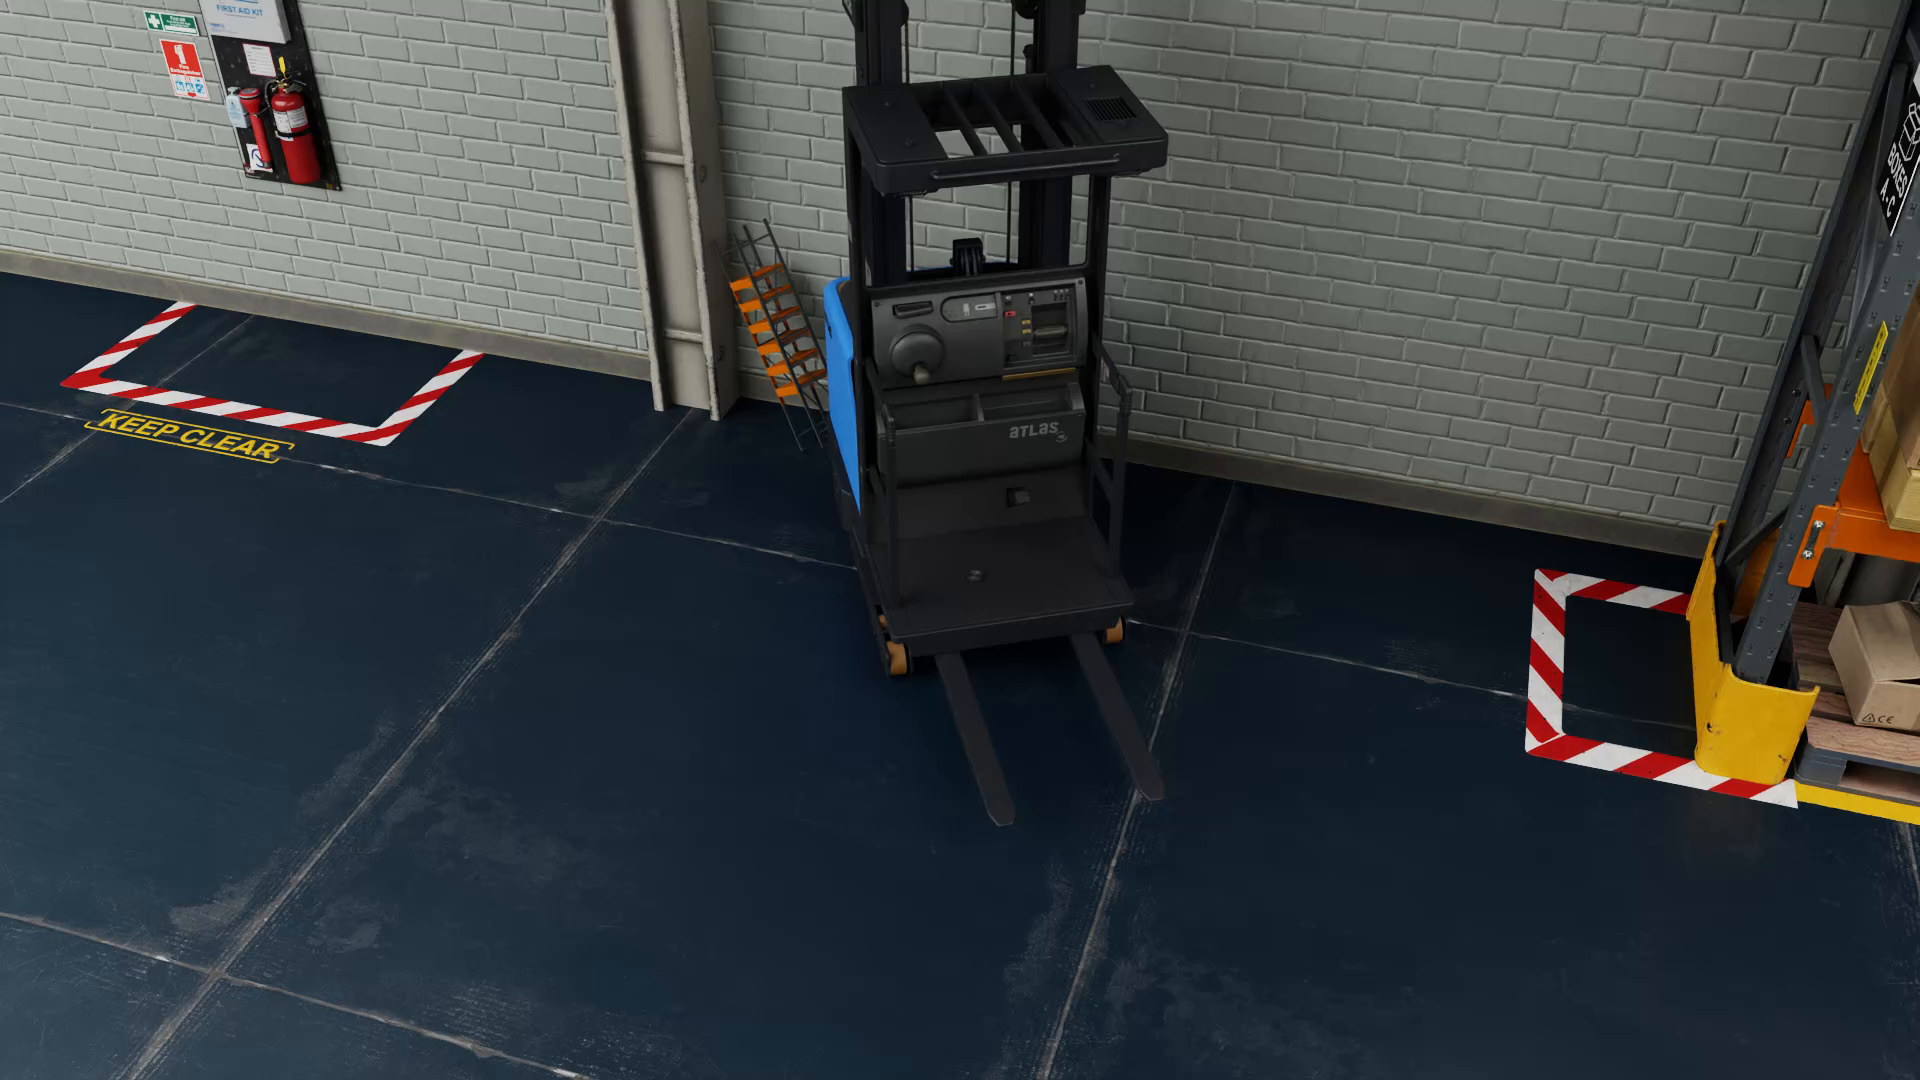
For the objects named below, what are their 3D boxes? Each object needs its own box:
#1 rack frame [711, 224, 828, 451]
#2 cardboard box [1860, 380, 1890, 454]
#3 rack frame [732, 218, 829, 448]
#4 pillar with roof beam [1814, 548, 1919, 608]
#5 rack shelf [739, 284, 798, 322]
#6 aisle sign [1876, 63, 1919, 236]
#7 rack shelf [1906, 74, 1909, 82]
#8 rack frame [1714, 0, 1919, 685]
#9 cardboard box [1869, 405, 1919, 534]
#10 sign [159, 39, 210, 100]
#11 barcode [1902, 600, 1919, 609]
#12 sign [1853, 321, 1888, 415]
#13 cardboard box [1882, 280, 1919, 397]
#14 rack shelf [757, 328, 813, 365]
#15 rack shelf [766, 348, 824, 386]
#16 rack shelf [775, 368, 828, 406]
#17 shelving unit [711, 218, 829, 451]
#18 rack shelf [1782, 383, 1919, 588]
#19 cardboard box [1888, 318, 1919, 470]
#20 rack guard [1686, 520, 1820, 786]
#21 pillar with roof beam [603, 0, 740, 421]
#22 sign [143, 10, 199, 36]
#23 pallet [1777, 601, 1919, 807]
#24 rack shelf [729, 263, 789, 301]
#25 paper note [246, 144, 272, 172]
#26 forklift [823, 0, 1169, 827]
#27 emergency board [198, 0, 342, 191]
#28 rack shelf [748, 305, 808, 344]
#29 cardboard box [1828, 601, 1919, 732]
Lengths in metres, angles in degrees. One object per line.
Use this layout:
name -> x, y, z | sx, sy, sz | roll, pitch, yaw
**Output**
rack frame -> -0.985, -1.064, 8.800 | 0.006, 1.200, 0.240 | -4, 24, 48
cardboard box -> 3.842, -0.533, 6.553 | 0.500, 0.250, 0.500 | 11, 38, 15
rack frame -> -0.863, -1.072, 8.665 | 0.006, 1.200, 0.240 | -4, 24, 48
pillar with roof beam -> 2.981, -0.904, 1.887 | 0.400, 9.000, 9.100 | 10, 38, 14
rack shelf -> -0.995, -1.242, 8.679 | 0.180, 0.103, 0.258 | -4, 24, 48
aisle sign -> 3.180, -1.448, 5.494 | 0.004, 0.787, 0.394 | 10, 38, 14
rack shelf -> 5.247, -1.123, 5.321 | 4.000, 0.370, 1.077 | 10, 38, 14
rack frame -> 3.338, -0.558, 6.478 | 0.127, 3.000, 1.000 | 10, 38, 14
cardboard box -> 3.709, -0.240, 6.155 | 0.500, 0.250, 0.500 | 9, 37, 13
sign -> -4.307, -2.613, 9.240 | 0.234, 0.329, 0.001 | 10, 38, 14
barcode -> 4.108, 0.294, 7.209 | 0.075, 0.075, 0.001 | 10, 38, 14
sign -> 3.177, -0.600, 5.804 | 0.005, 0.325, 0.100 | 10, 38, 14
cardboard box -> 3.852, -0.845, 6.344 | 0.500, 0.500, 0.500 | 10, 38, 13
rack shelf -> -0.908, -1.028, 8.745 | 0.180, 0.103, 0.258 | -4, 24, 48
rack shelf -> -0.865, -0.921, 8.777 | 0.180, 0.103, 0.258 | -4, 24, 48
rack shelf -> -0.821, -0.814, 8.810 | 0.180, 0.103, 0.258 | -4, 24, 48
shelving unit -> -0.924, -1.068, 8.732 | 0.189, 1.200, 0.258 | -4, 24, 48
rack shelf -> 5.247, 0.085, 6.211 | 4.000, 0.370, 1.077 | 10, 38, 14
cardboard box -> 3.704, -0.553, 5.948 | 0.500, 0.500, 0.500 | 11, 38, 14
rack guard -> 3.411, 0.462, 7.200 | 0.348, 0.500, 1.175 | 10, 38, 14
pillar with roof beam -> -2.746, -1.965, 3.328 | 0.400, 9.000, 9.100 | 10, 38, 14
sign -> -4.305, -2.821, 9.075 | 0.331, 0.109, 0.001 | 10, 38, 14
pallet -> 4.176, 0.742, 7.064 | 1.213, 0.211, 1.003 | 10, 38, 14
rack shelf -> -1.038, -1.349, 8.646 | 0.180, 0.103, 0.258 | -4, 24, 48
paper note -> -3.958, -2.158, 9.395 | 0.142, 0.148, 0.016 | 10, 38, 14
forklift -> 0.138, -0.821, 6.892 | 1.130, 2.935, 3.031 | -8, 37, -10
emergency board -> -3.810, -2.443, 9.038 | 0.643, 1.169, 0.194 | 10, 38, 14
rack shelf -> -0.952, -1.135, 8.712 | 0.180, 0.103, 0.258 | -4, 24, 48
cardboard box -> 3.972, 0.521, 6.909 | 0.500, 0.311, 0.500 | 6, 37, 9
